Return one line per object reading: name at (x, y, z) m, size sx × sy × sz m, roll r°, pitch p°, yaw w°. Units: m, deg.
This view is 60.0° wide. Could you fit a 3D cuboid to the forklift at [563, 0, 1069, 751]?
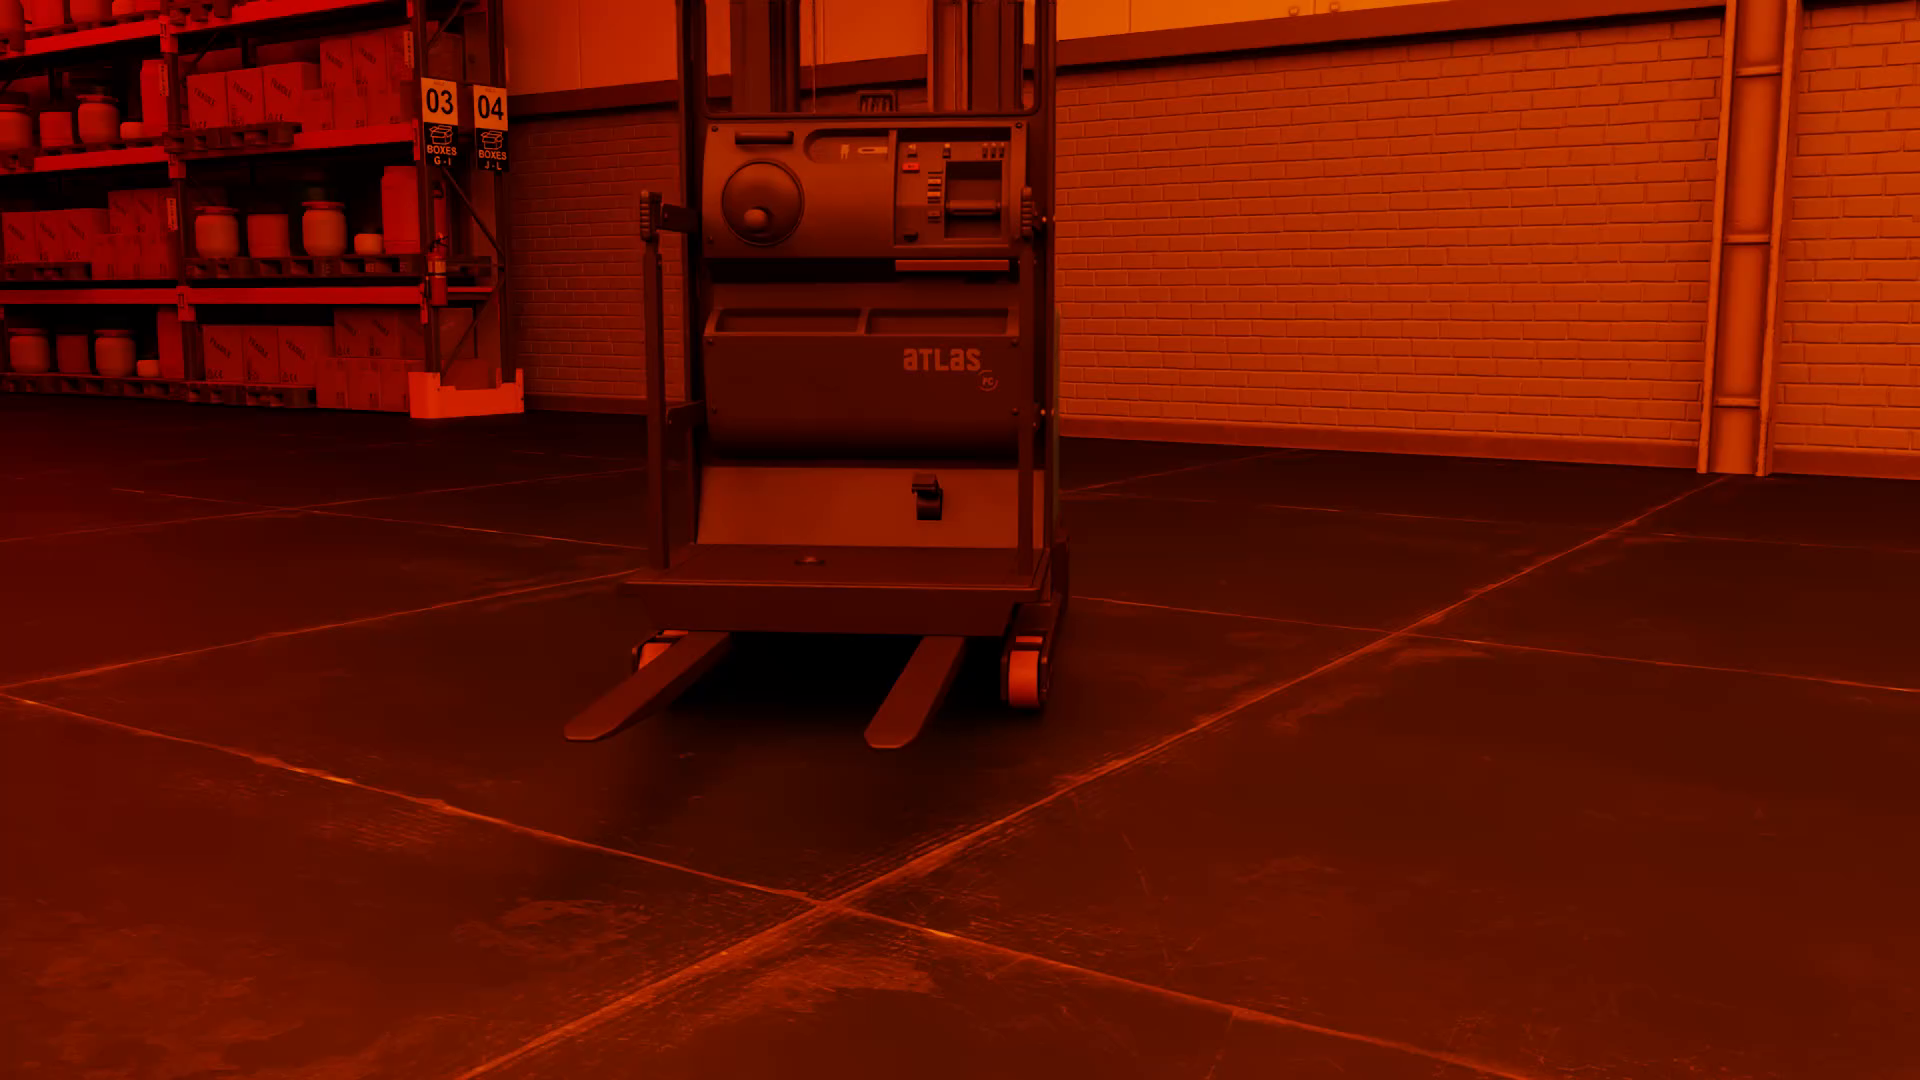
forklift at (-0.293, -1.047, 4.555) m, size 1.130 × 2.935 × 3.031 m, roll 1°, pitch 8°, yaw 6°
